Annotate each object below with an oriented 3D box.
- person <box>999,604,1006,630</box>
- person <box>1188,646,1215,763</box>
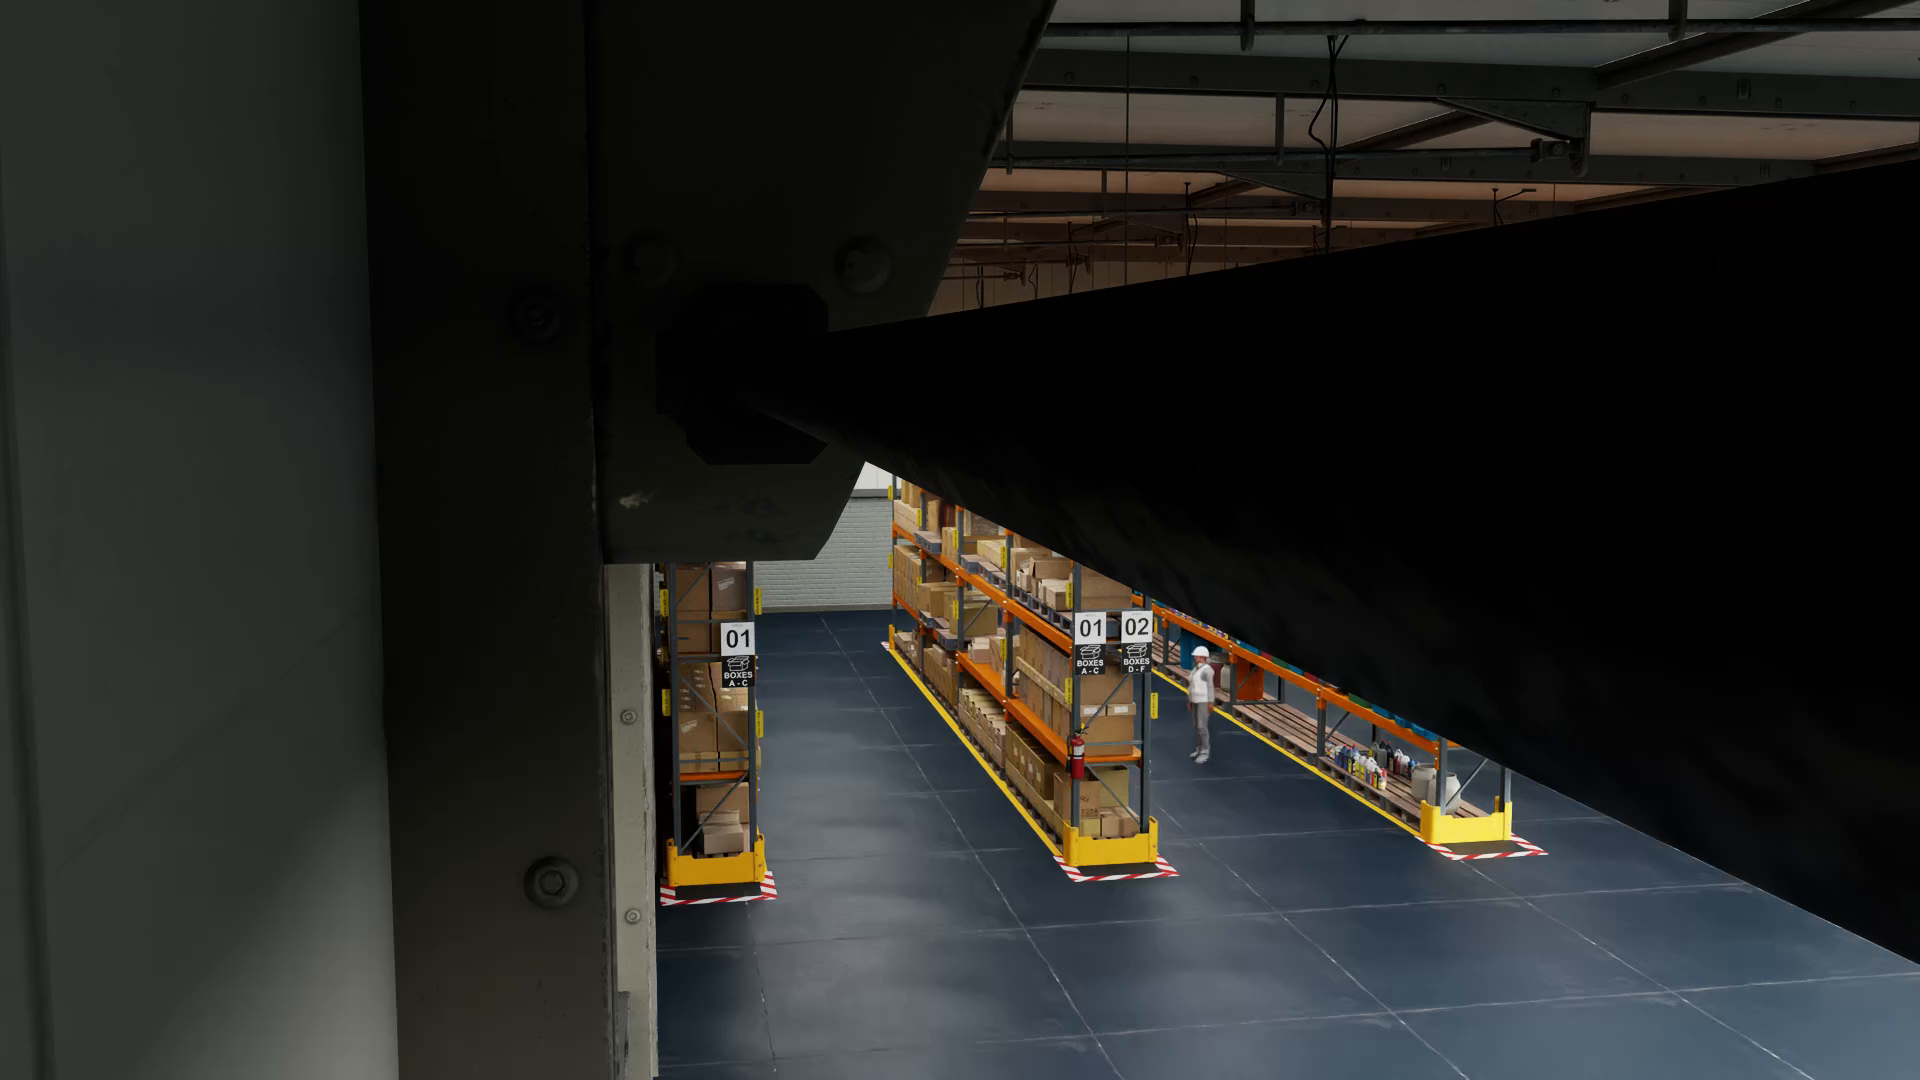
[{"bbox_3d":[1.116,1.474,37.426,0.486,1.687,0.552,-4,7,-34],"label":"person"},{"bbox_3d":[3.820,2.597,26.464,0.412,1.803,0.636,-2,6,-16],"label":"person"}]
